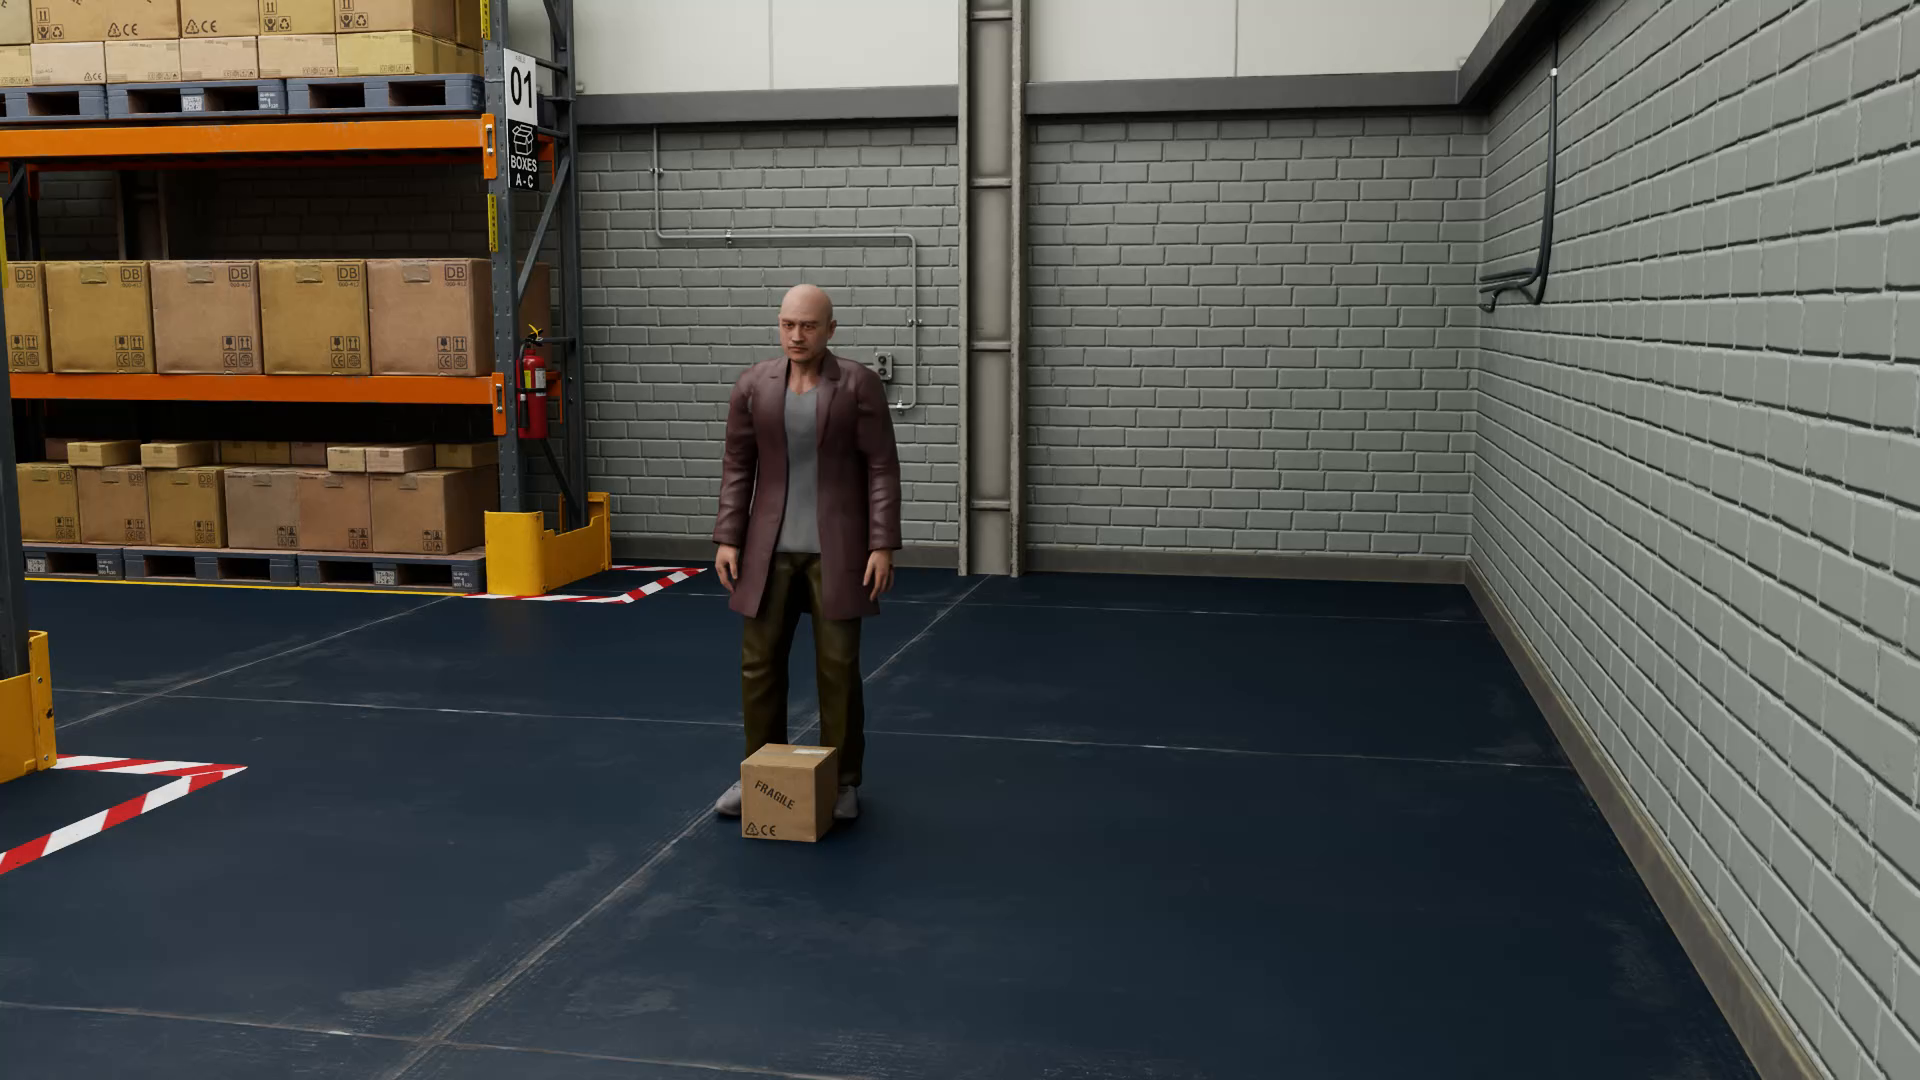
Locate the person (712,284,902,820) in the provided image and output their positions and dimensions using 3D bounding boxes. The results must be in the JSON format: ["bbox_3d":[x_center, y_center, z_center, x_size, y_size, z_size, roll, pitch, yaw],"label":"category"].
[{"bbox_3d":[-0.513,0.038,5.584,0.653,1.774,0.416,1,8,10],"label":"person"}]
